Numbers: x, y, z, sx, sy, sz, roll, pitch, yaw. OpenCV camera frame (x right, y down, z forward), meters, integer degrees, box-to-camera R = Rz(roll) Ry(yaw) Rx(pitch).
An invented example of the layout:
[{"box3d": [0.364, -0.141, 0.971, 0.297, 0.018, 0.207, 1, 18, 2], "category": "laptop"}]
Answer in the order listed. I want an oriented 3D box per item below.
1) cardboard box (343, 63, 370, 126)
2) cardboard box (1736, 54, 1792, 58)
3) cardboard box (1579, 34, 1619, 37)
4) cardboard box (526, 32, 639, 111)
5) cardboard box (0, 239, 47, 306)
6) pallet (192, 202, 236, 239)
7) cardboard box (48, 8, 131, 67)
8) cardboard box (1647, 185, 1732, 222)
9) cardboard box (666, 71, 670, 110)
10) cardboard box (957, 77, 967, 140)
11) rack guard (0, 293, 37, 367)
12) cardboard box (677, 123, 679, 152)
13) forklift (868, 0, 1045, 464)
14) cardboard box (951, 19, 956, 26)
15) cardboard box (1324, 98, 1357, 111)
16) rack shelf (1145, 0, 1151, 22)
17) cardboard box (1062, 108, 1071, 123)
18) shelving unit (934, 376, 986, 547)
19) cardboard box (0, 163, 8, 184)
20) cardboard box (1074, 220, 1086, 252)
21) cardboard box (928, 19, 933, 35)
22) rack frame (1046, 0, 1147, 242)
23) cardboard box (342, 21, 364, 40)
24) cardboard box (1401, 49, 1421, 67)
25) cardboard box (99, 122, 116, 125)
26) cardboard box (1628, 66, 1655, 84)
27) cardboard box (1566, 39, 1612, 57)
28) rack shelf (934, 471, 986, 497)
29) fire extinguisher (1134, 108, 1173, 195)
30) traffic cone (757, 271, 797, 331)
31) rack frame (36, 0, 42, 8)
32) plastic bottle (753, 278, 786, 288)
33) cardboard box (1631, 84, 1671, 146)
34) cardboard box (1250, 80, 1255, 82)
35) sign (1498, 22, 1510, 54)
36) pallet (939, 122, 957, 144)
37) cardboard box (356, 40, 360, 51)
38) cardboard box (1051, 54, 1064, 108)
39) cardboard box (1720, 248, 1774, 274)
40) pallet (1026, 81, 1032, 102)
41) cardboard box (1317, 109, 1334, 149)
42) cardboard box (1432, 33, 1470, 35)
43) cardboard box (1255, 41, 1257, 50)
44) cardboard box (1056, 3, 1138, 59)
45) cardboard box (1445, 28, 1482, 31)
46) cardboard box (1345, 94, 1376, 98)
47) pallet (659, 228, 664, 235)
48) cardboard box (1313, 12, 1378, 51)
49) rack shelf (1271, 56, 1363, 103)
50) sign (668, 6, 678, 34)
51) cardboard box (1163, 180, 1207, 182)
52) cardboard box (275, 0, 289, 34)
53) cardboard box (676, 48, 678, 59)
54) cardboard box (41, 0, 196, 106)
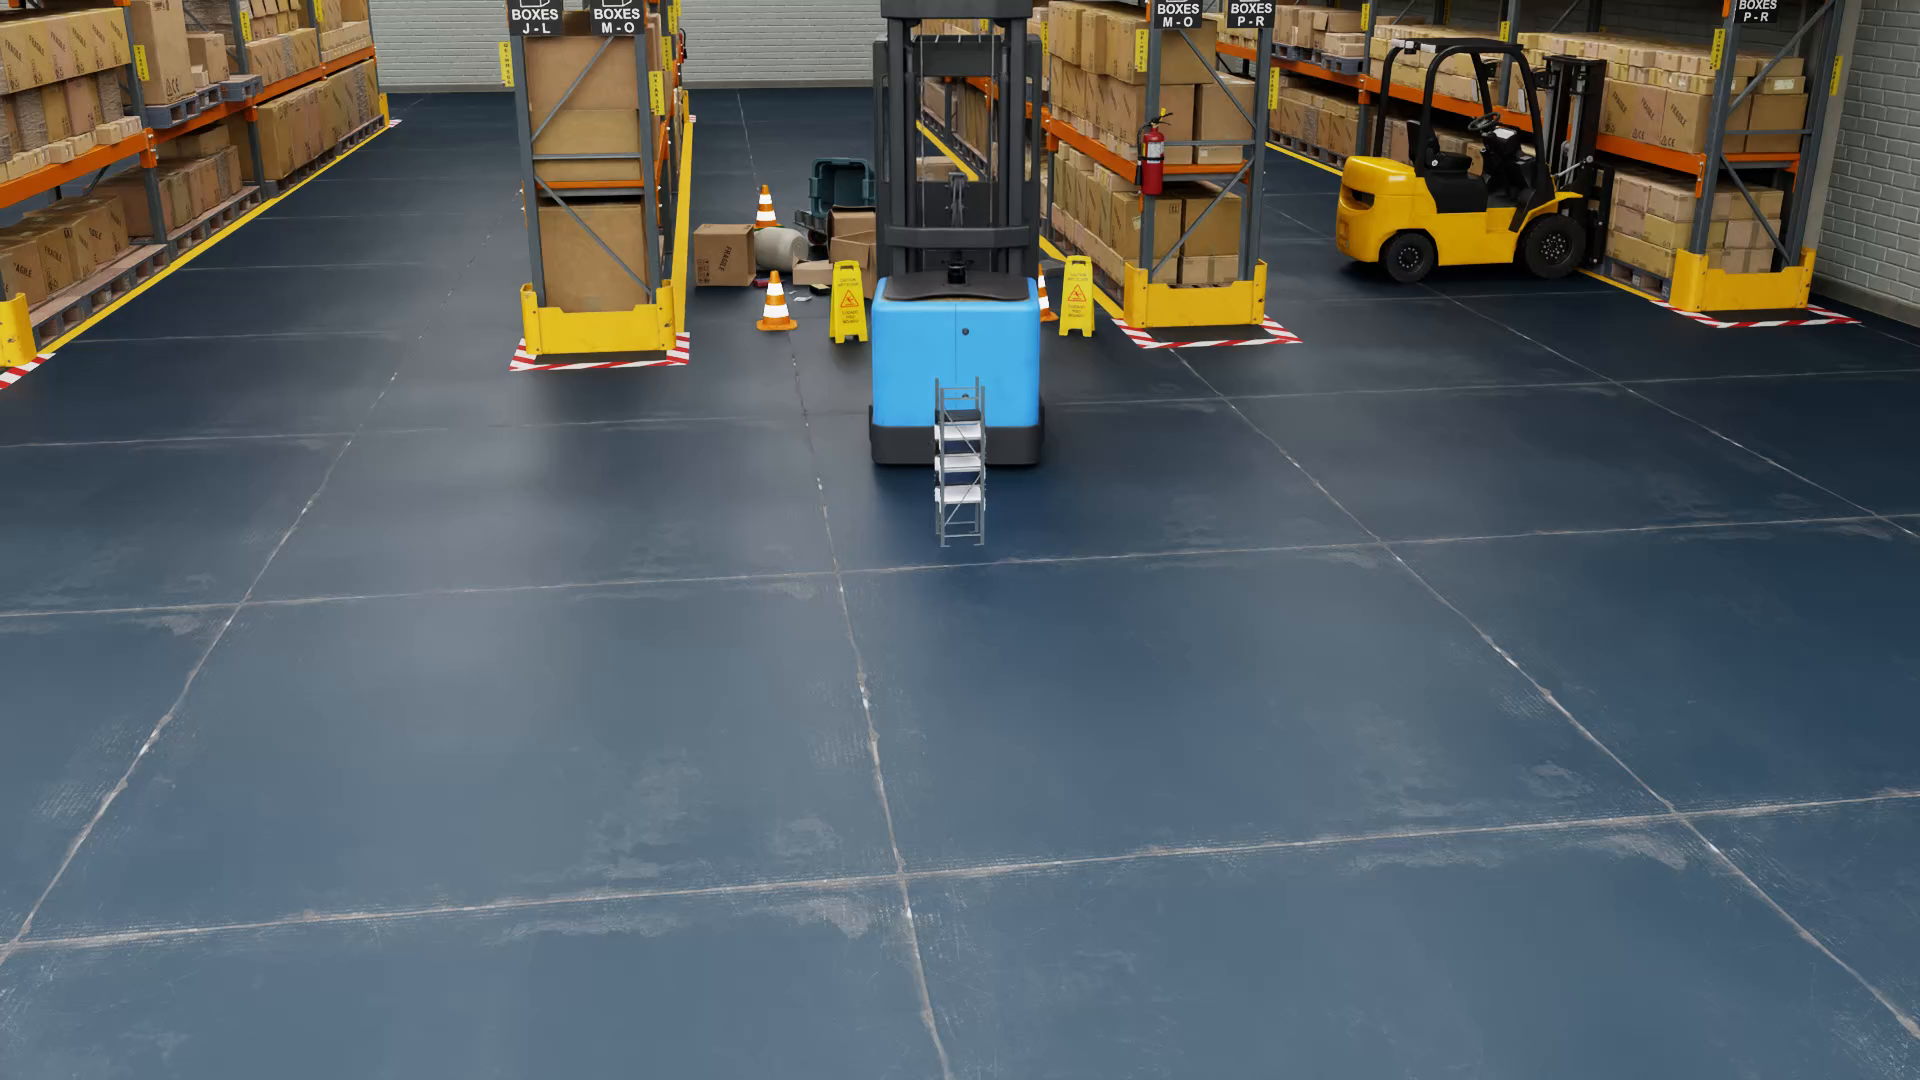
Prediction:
[{"box3d": [-9.805, -6.956, 25.990, 0.875, 0.875, 0.875, -3, 21, -8], "category": "cardboard box"}, {"box3d": [7.103, -4.211, 14.709, 0.380, 0.149, 0.250, -2, 21, -6], "category": "cardboard box"}, {"box3d": [6.680, -5.190, 17.329, 0.380, 0.149, 0.250, -3, 21, -9], "category": "cardboard box"}, {"box3d": [-2.894, -3.669, 12.995, 0.875, 0.550, 0.550, -3, 21, -8], "category": "cardboard box"}, {"box3d": [-7.995, -2.196, 13.780, 0.500, 0.500, 0.500, 2, 21, 6], "category": "cardboard box"}, {"box3d": [-8.671, -3.519, 18.336, 1.003, 0.211, 1.213, -3, 21, -8], "category": "pallet"}, {"box3d": [-8.041, -4.645, 15.369, 0.500, 0.500, 0.500, -3, 21, -8], "category": "cardboard box"}, {"box3d": [6.541, -3.020, 14.915, 0.500, 0.250, 0.500, -2, 21, -6], "category": "cardboard box"}, {"box3d": [-3.338, -4.765, 17.544, 0.500, 0.500, 0.500, -3, 21, -7], "category": "cardboard box"}, {"box3d": [0.444, -6.393, 24.482, 0.875, 0.875, 0.875, -2, 21, -6], "category": "cardboard box"}, {"box3d": [-7.812, -1.603, 12.793, 1.175, 0.500, 0.348, -3, 21, -8], "category": "rack guard"}, {"box3d": [-4.109, -5.544, 22.746, 0.500, 0.500, 0.500, -3, 21, -9], "category": "cardboard box"}, {"box3d": [-0.013, -2.302, 11.191, 1.130, 2.935, 3.031, 0, 20, 0], "category": "forklift"}, {"box3d": [0.155, -7.576, 23.641, 0.500, 0.500, 0.500, -3, 21, -8], "category": "cardboard box"}, {"box3d": [5.348, -6.123, 23.368, 0.380, 0.149, 0.250, -3, 21, -9], "category": "cardboard box"}, {"box3d": [1.717, -5.008, 15.079, 1.077, 0.370, 4.000, -3, 21, -8], "category": "rack shelf"}, {"box3d": [1.244, -4.304, 16.813, 0.380, 0.149, 0.250, -2, 21, -6], "category": "cardboard box"}, {"box3d": [-0.001, -0.424, 9.066, 0.258, 0.900, 0.210, -3, 21, -8], "category": "shelving unit"}, {"box3d": [-7.624, -2.828, 12.860, 0.380, 0.149, 0.250, -3, 21, -8], "category": "cardboard box"}, {"box3d": [1.414, -2.955, 16.171, 0.500, 0.250, 0.500, -3, 21, -8], "category": "cardboard box"}, {"box3d": [-0.211, -7.948, 26.066, 0.500, 0.500, 0.500, -3, 21, -9], "category": "cardboard box"}, {"box3d": [1.429, -4.632, 17.332, 1.000, 3.000, 0.127, -3, 21, -8], "category": "rack frame"}, {"box3d": [-9.703, -8.026, 26.208, 0.500, 0.250, 0.500, -3, 21, -9], "category": "cardboard box"}, {"box3d": [5.714, -5.911, 20.256, 0.500, 0.250, 0.500, -3, 21, -9], "category": "cardboard box"}, {"box3d": [-8.053, -3.779, 15.405, 0.380, 0.149, 0.250, -3, 21, -8], "category": "cardboard box"}, {"box3d": [6.437, -4.312, 15.404, 0.380, 0.149, 0.250, -4, 21, -10], "category": "cardboard box"}, {"box3d": [6.265, -4.892, 16.532, 0.380, 0.149, 0.250, -3, 21, -9], "category": "cardboard box"}, {"box3d": [-0.001, -0.309, 9.109, 0.258, 0.077, 0.200, -3, 21, -8], "category": "rack shelf"}, {"box3d": [1.566, -3.148, 13.469, 0.296, 0.674, 0.183, -3, 21, -8], "category": "fire extinguisher"}, {"box3d": [-1.550, -2.030, 13.989, 0.336, 0.463, 0.334, -3, 21, -8], "category": "traffic cone"}, {"box3d": [-15.009, -8.037, 26.449, 1.000, 3.000, 0.127, -3, 21, -8], "category": "rack frame"}, {"box3d": [-1.787, -2.419, 15.607, 0.283, 0.061, 0.133, -11, 23, -26], "category": "plastic bottle"}, {"box3d": [6.520, -3.883, 15.183, 0.500, 0.500, 0.500, -2, 21, -6], "category": "cardboard box"}, {"box3d": [4.666, -7.362, 27.612, 0.500, 0.500, 0.500, -3, 21, -7], "category": "cardboard box"}, {"box3d": [5.804, -5.358, 17.734, 0.100, 0.325, 0.005, -3, 21, -8], "category": "sign"}, {"box3d": [0.243, -6.363, 25.951, 1.003, 0.211, 1.213, -3, 21, -8], "category": "pallet"}, {"box3d": [-9.582, -7.709, 25.929, 0.380, 0.149, 0.250, -3, 21, -9], "category": "cardboard box"}, {"box3d": [1.216, -4.652, 16.816, 0.500, 0.500, 0.500, -3, 21, -8], "category": "cardboard box"}, {"box3d": [7.039, -2.588, 15.187, 0.500, 0.250, 0.500, -3, 21, -8], "category": "cardboard box"}, {"box3d": [1.178, -5.244, 19.244, 1.003, 0.211, 1.213, -3, 21, -8], "category": "pallet"}, {"box3d": [5.350, -5.785, 23.390, 0.500, 0.500, 0.500, -2, 21, -5], "category": "cardboard box"}, {"box3d": [5.847, -5.963, 19.824, 0.380, 0.149, 0.250, -3, 21, -8], "category": "cardboard box"}, {"box3d": [4.832, -7.723, 25.965, 0.380, 0.149, 0.250, -2, 21, -6], "category": "cardboard box"}, {"box3d": [1.329, -4.946, 16.173, 0.700, 0.500, 0.500, -3, 21, -7], "category": "cardboard box"}, {"box3d": [6.240, -6.258, 20.614, 0.380, 0.149, 0.250, -3, 21, -9], "category": "cardboard box"}, {"box3d": [5.760, -6.335, 23.937, 0.380, 0.149, 0.250, -4, 21, -10], "category": "cardboard box"}, {"box3d": [-3.641, -3.305, 17.762, 1.003, 0.211, 1.213, -3, 21, -8], "category": "pallet"}, {"box3d": [5.345, -7.070, 23.110, 0.797, 0.503, 0.637, -3, 21, -9], "category": "cardboard box"}, {"box3d": [5.475, -6.624, 23.693, 1.077, 0.370, 4.000, -3, 21, -8], "category": "rack shelf"}, {"box3d": [-3.483, -6.304, 20.153, 0.100, 0.325, 0.005, -3, 21, -8], "category": "sign"}, {"box3d": [2.015, -3.164, 15.657, 0.500, 0.500, 0.500, -3, 21, -7], "category": "cardboard box"}, {"box3d": [-9.343, -6.960, 21.988, 0.797, 0.503, 0.637, -3, 21, -7], "category": "cardboard box"}, {"box3d": [-4.325, -7.114, 24.336, 0.380, 0.149, 0.250, -2, 21, -6], "category": "cardboard box"}, {"box3d": [-8.354, -4.892, 16.570, 1.000, 1.000, 1.000, -3, 21, -7], "category": "cardboard box"}]
